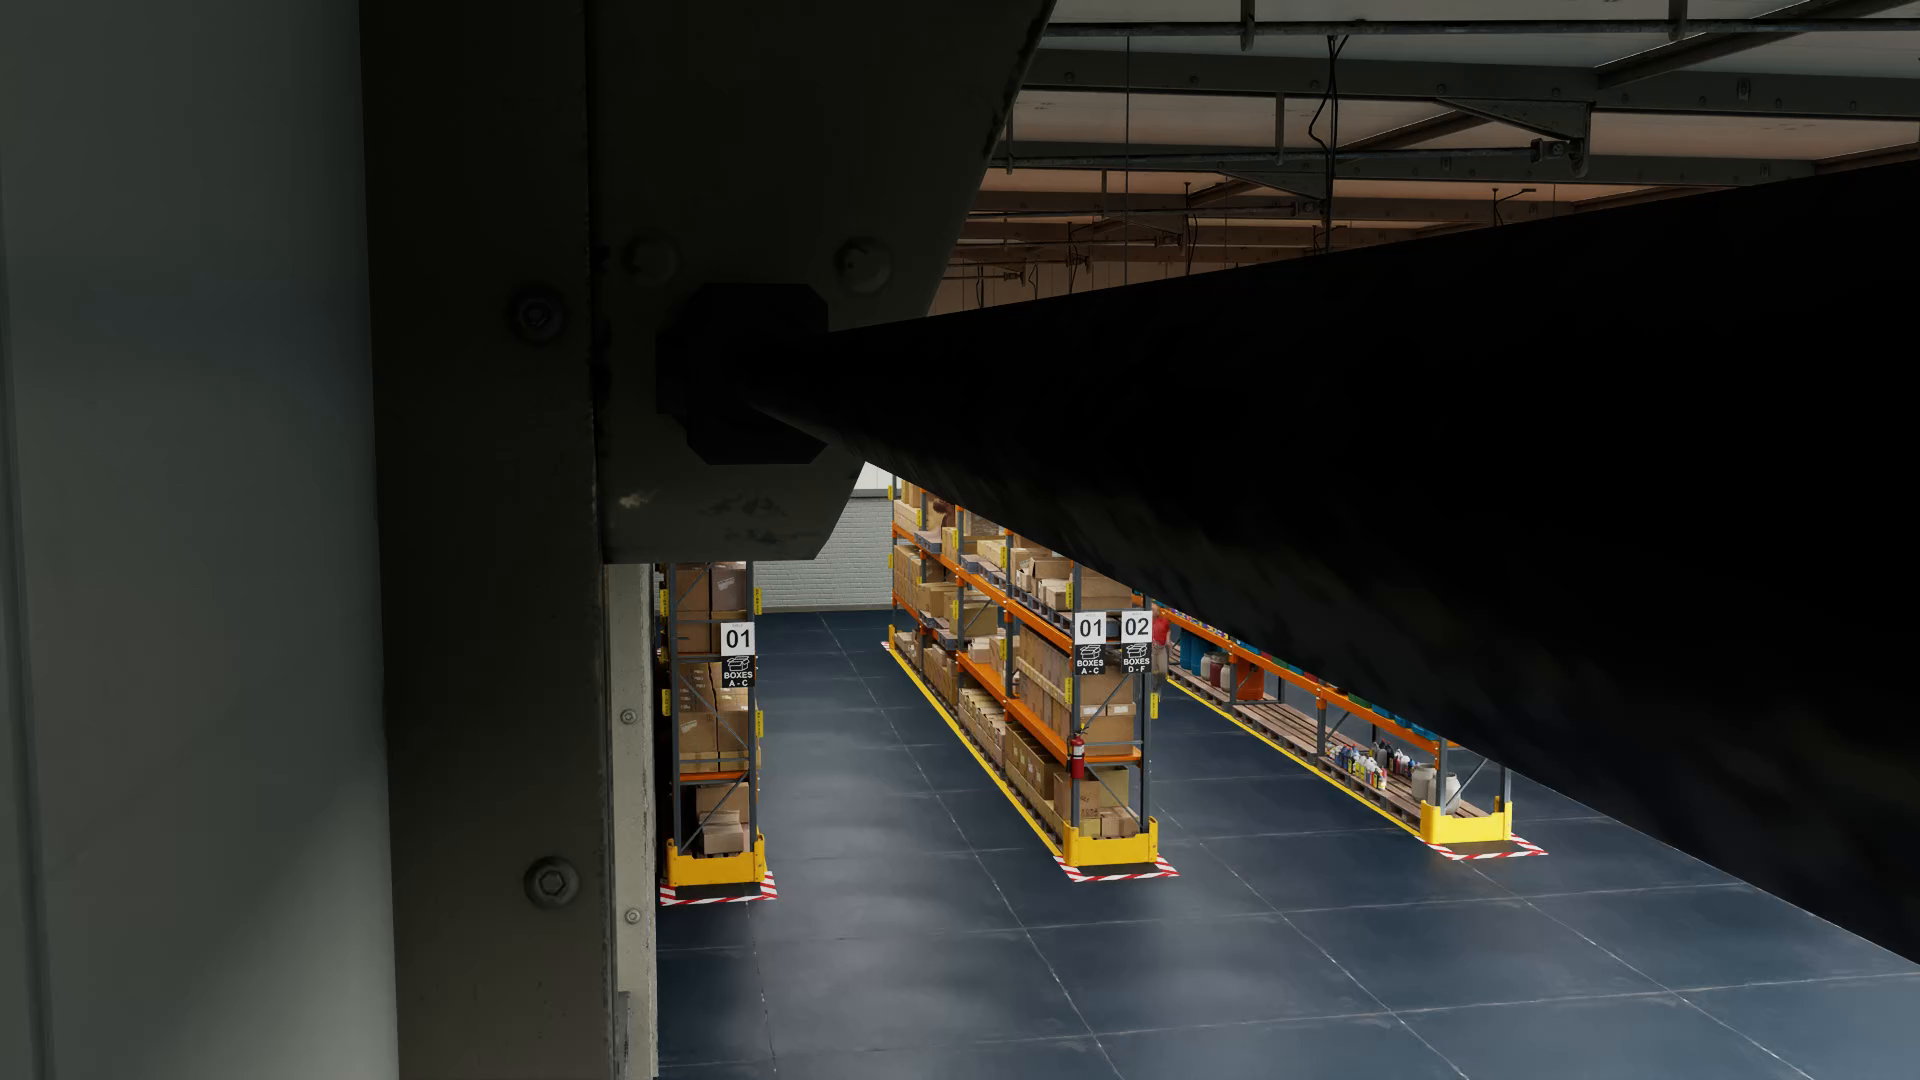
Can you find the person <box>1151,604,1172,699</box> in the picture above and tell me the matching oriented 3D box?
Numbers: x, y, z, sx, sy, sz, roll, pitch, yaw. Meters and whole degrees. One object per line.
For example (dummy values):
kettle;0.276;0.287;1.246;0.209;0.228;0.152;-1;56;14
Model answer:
person;3.491;2.009;29.592;0.652;1.724;0.602;-1;6;-9
